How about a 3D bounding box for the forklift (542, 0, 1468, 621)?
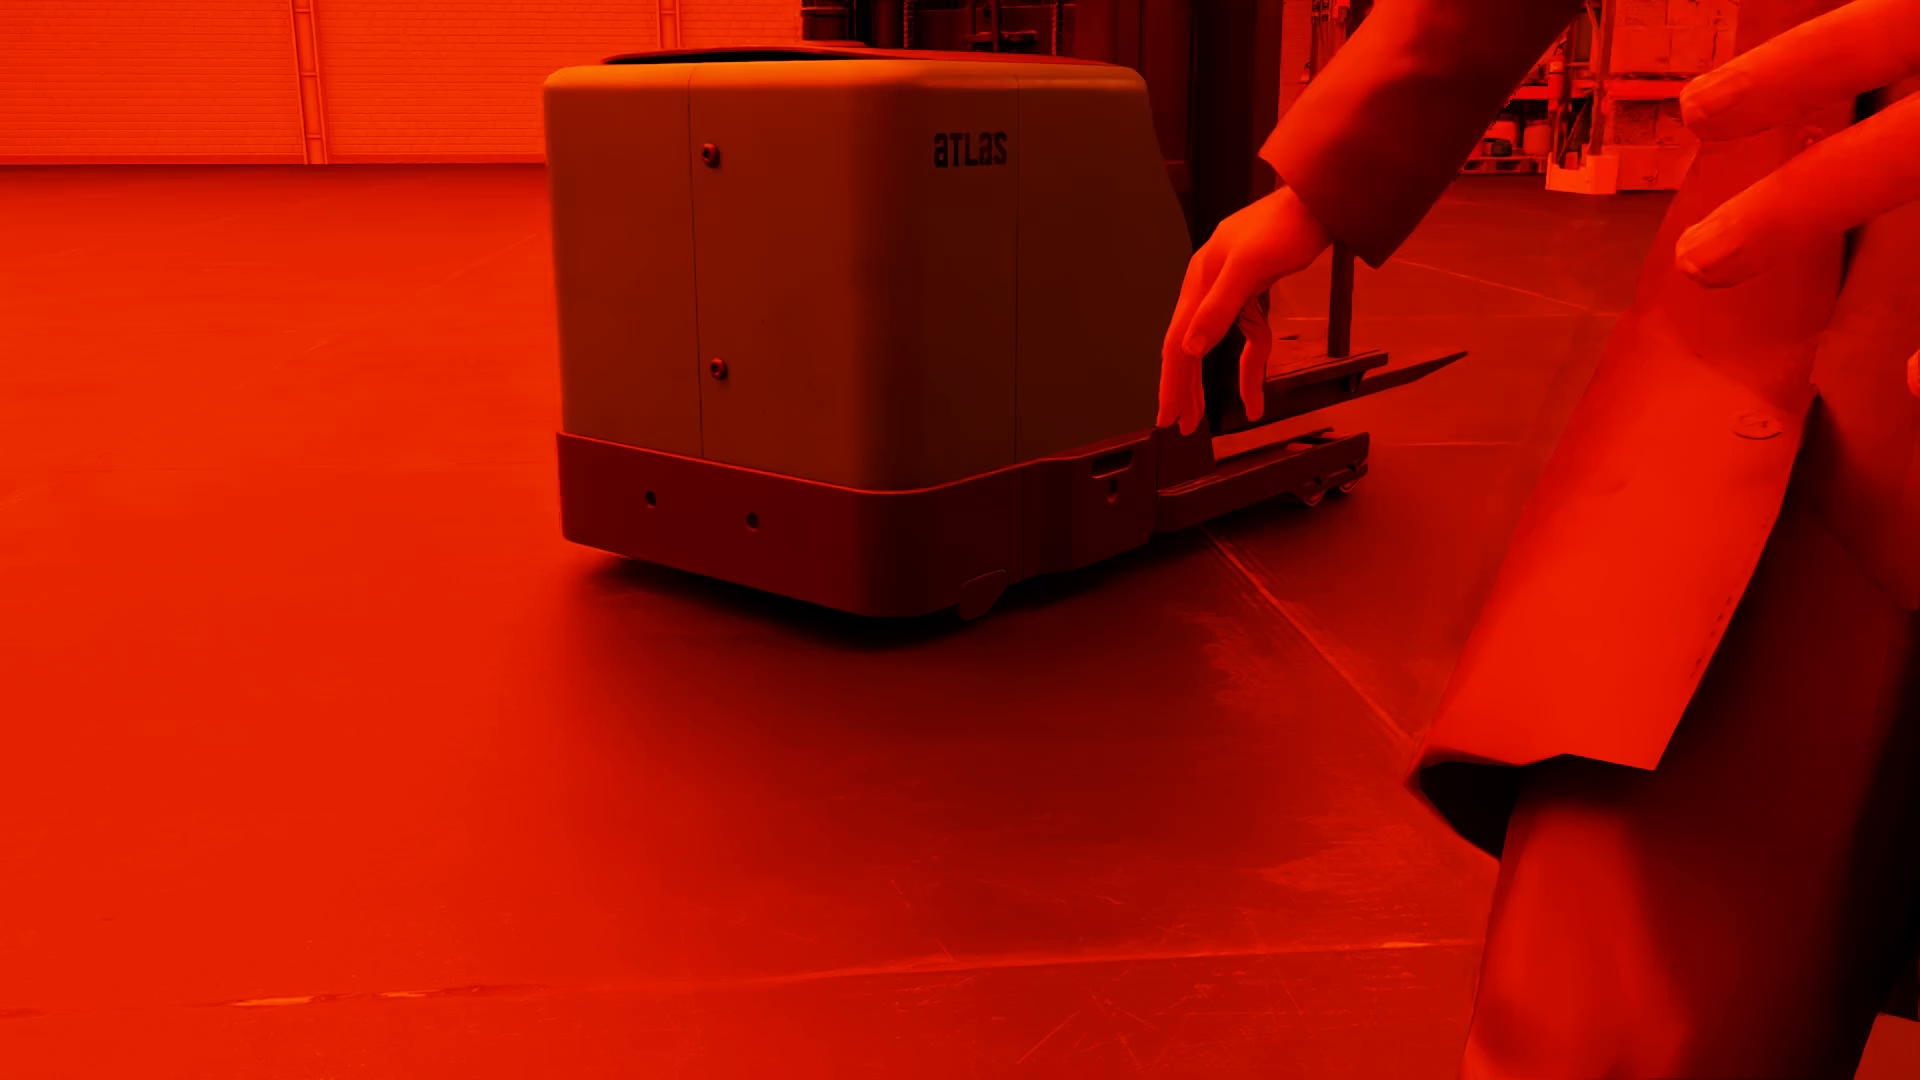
[{"bbox_3d":[0.435,-1.573,4.156,1.130,2.935,3.031,12,19,38],"label":"forklift"}]
